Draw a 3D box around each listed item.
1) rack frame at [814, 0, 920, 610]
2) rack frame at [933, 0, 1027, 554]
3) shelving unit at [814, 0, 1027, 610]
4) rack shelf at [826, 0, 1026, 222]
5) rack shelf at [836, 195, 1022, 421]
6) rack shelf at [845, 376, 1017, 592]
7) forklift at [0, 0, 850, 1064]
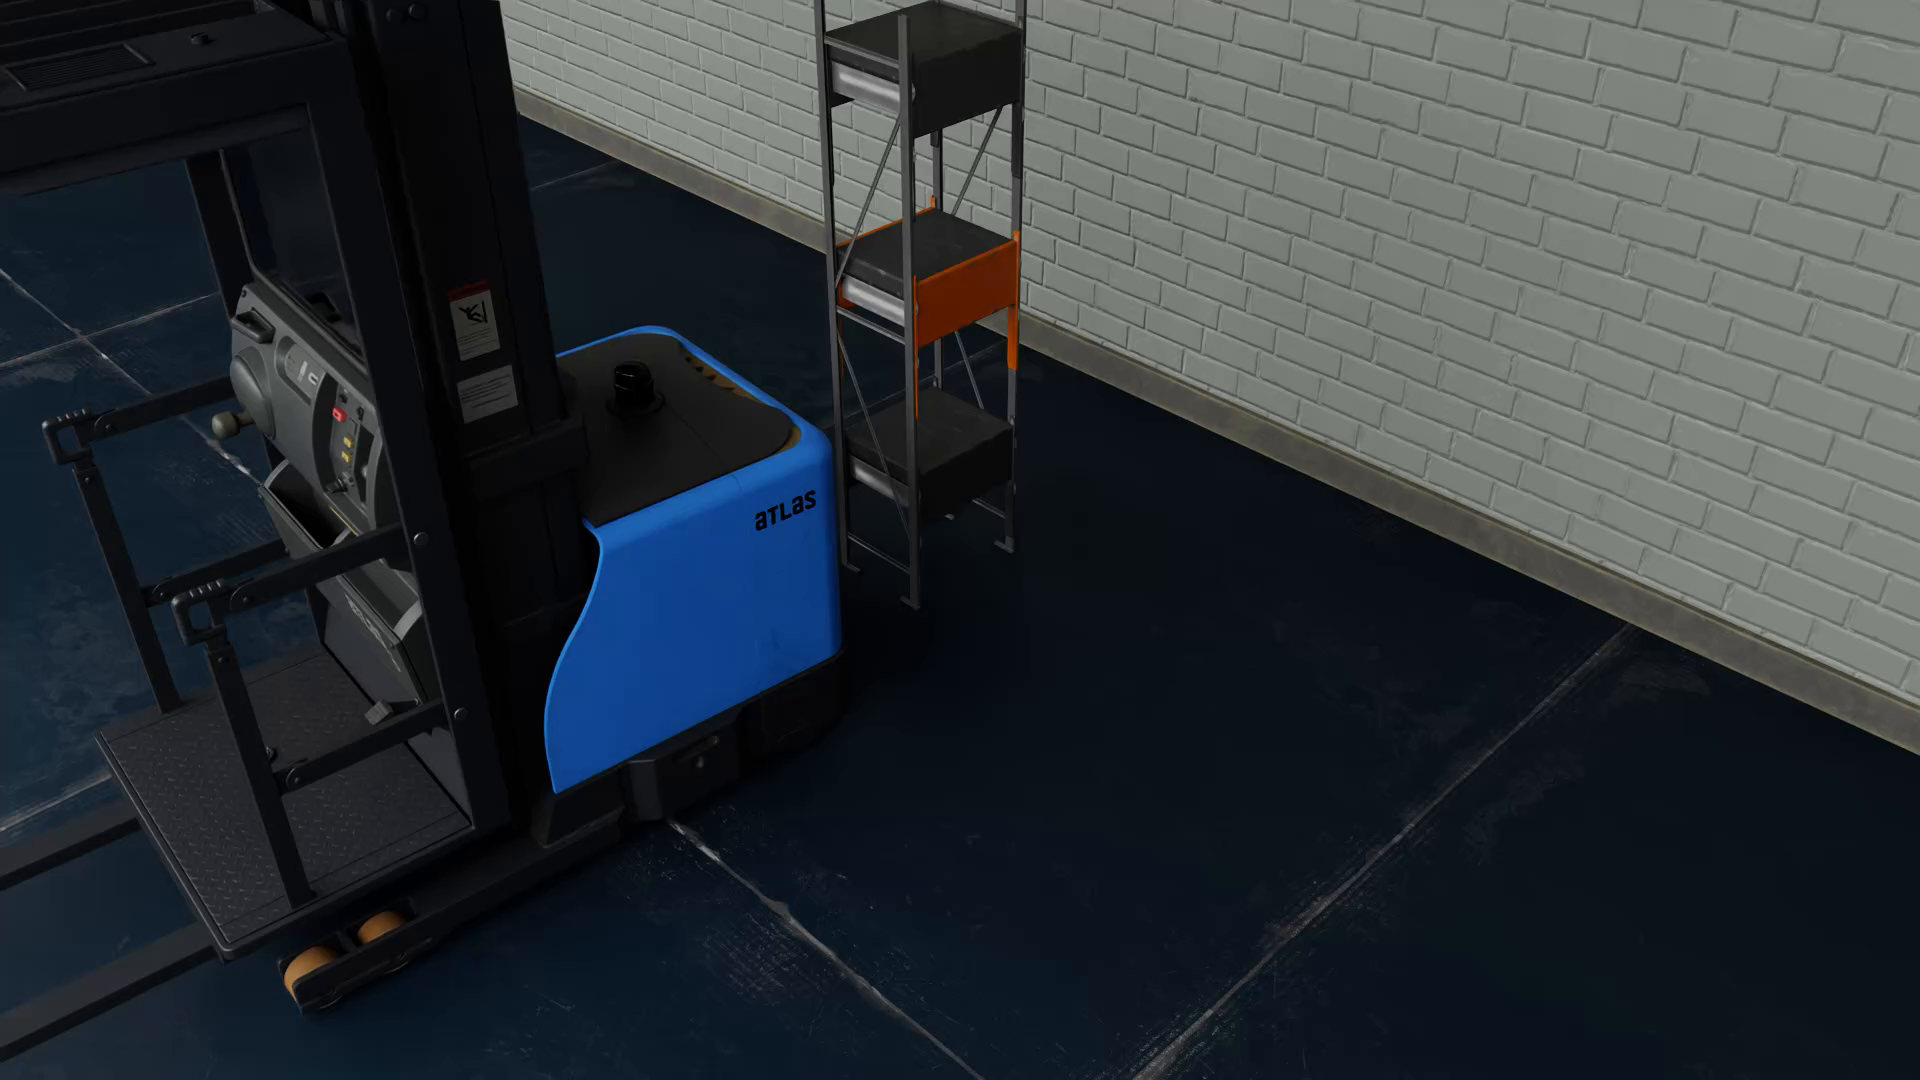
[{"bbox_3d":[-0.289,-0.695,5.411,0.400,2.100,0.015,30,45,35],"label":"rack frame"},{"bbox_3d":[0.055,-0.893,5.695,0.400,2.100,0.015,30,45,35],"label":"rack frame"},{"bbox_3d":[-0.117,-0.794,5.553,0.431,2.100,0.503,30,45,35],"label":"shelving unit"},{"bbox_3d":[-0.117,-1.357,5.160,0.431,0.518,0.480,30,45,35],"label":"rack shelf"},{"bbox_3d":[-0.117,-0.783,5.561,0.431,0.518,0.480,30,45,35],"label":"rack shelf"},{"bbox_3d":[-0.117,-0.209,5.961,0.431,0.518,0.480,30,45,35],"label":"rack shelf"},{"bbox_3d":[-1.813,-0.290,4.104,3.031,2.935,1.130,-25,42,-32],"label":"forklift"}]
